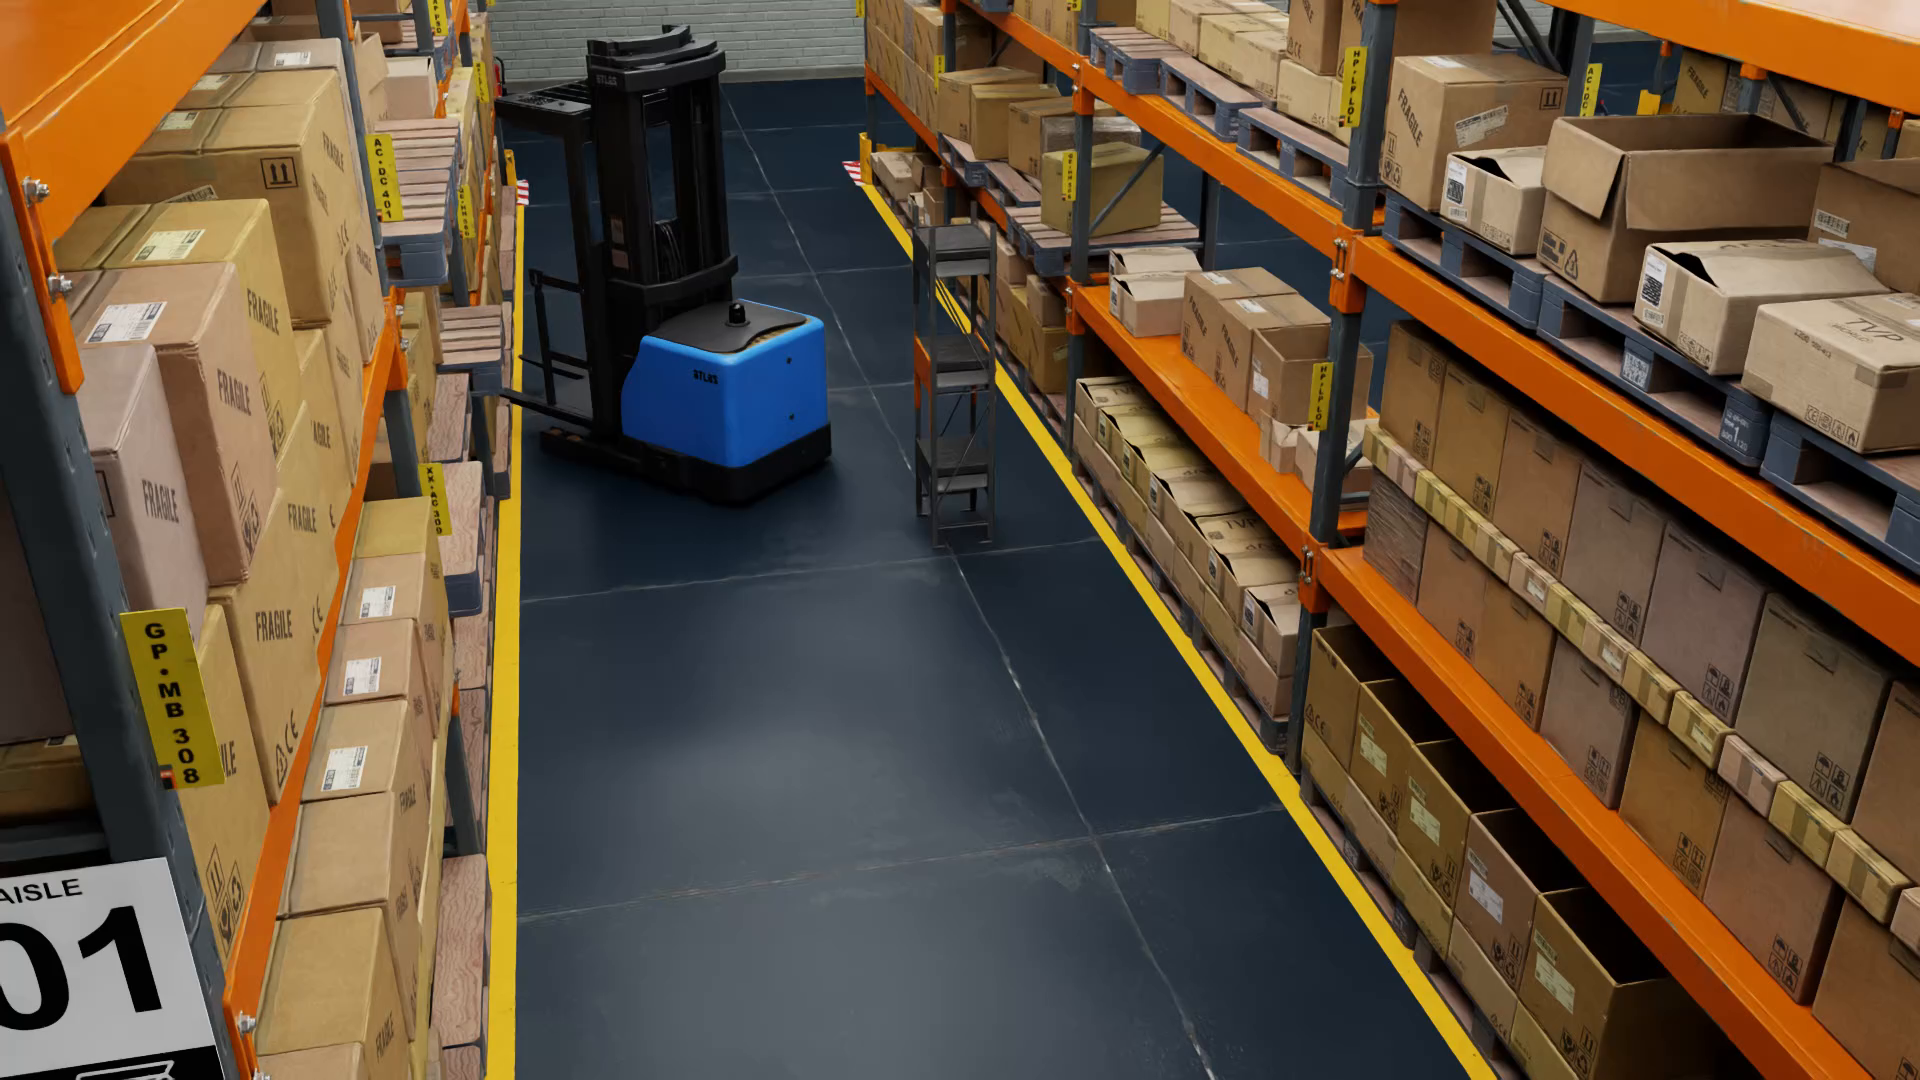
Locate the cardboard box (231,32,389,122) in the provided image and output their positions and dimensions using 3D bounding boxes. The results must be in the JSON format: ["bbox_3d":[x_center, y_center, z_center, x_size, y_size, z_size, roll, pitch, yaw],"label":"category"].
[{"bbox_3d":[-3.371,-2.289,8.491,0.797,0.503,0.637,-2,27,-4],"label":"cardboard box"}]

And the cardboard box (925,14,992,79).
[{"bbox_3d":[-0.015,-4.421,14.959,0.500,0.500,0.500,-6,27,-11],"label":"cardboard box"}]

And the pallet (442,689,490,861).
[{"bbox_3d":[-2.848,1.186,8.167,1.003,0.211,1.213,-6,27,-12],"label":"pallet"}]

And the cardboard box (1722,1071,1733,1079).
[{"bbox_3d":[3.036,2.097,5.853,0.500,0.250,0.500,-6,27,-12],"label":"cardboard box"}]

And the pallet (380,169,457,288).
[{"bbox_3d":[-2.706,-1.255,6.786,1.213,0.211,1.003,-6,27,-12],"label":"pallet"}]

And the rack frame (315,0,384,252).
[{"bbox_3d":[-2.671,-2.396,5.510,1.000,3.000,0.127,-6,27,-12],"label":"rack frame"}]

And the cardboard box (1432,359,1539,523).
[{"bbox_3d":[2.376,-0.430,6.723,0.700,0.500,0.500,-6,27,-12],"label":"cardboard box"}]

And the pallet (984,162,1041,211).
[{"bbox_3d":[0.810,-2.746,13.074,1.003,0.211,1.213,-6,27,-12],"label":"pallet"}]

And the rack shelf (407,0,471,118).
[{"bbox_3d":[-4.023,-3.370,11.566,1.077,0.370,4.000,-6,27,-12],"label":"rack shelf"}]

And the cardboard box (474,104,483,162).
[{"bbox_3d":[-4.124,-3.239,13.375,0.500,0.500,0.500,-6,27,-12],"label":"cardboard box"}]

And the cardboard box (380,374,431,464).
[{"bbox_3d":[-2.871,-0.432,7.677,0.700,0.500,0.500,-3,27,-6],"label":"cardboard box"}]

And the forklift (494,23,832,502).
[{"bbox_3d":[-2.411,-2.069,11.596,3.031,2.935,1.130,18,32,31],"label":"forklift"}]

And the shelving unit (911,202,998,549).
[{"bbox_3d":[-0.037,-1.010,10.421,0.431,2.100,0.503,-6,27,-12],"label":"shelving unit"}]

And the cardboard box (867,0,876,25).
[{"bbox_3d":[-0.707,-5.760,17.612,0.500,0.500,0.500,-5,27,-10],"label":"cardboard box"}]

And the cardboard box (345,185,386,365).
[{"bbox_3d":[-2.316,-0.913,5.767,0.500,0.500,0.500,-5,27,-10],"label":"cardboard box"}]

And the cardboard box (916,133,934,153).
[{"bbox_3d":[-0.187,-4.357,18.339,0.500,0.500,0.500,-6,27,-12],"label":"cardboard box"}]

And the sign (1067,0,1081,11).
[{"bbox_3d":[0.724,-3.494,10.441,0.100,0.325,0.005,-6,27,-12],"label":"sign"}]

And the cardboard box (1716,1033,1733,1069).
[{"bbox_3d":[2.912,1.544,6.116,0.500,0.500,0.500,-6,27,-12],"label":"cardboard box"}]

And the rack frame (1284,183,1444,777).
[{"bbox_3d":[2.154,-0.222,7.861,1.000,3.000,0.127,-6,27,-12],"label":"rack frame"}]

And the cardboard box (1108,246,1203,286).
[{"bbox_3d":[1.292,-1.774,11.035,0.500,0.311,0.500,-4,27,-8],"label":"cardboard box"}]

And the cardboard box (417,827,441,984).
[{"bbox_3d":[-1.922,1.177,5.233,0.500,0.250,0.500,-6,27,-11],"label":"cardboard box"}]

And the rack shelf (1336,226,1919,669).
[{"bbox_3d":[2.605,-0.362,5.608,1.077,0.370,4.000,-6,27,-12],"label":"rack shelf"}]

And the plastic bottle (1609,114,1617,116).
[{"bbox_3d":[5.778,-3.658,14.807,0.152,0.276,0.135,-6,27,-12],"label":"plastic bottle"}]

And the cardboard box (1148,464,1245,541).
[{"bbox_3d":[1.441,-0.249,9.878,0.500,0.311,0.500,-6,27,-12],"label":"cardboard box"}]

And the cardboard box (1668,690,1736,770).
[{"bbox_3d":[2.552,0.598,5.405,0.380,0.149,0.250,-5,27,-10],"label":"cardboard box"}]

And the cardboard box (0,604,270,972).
[{"bbox_3d":[-1.601,0.474,3.021,0.500,0.500,0.500,-5,27,-10],"label":"cardboard box"}]

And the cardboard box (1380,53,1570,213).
[{"bbox_3d":[2.011,-1.608,6.546,0.500,0.500,0.500,-4,27,-7],"label":"cardboard box"}]

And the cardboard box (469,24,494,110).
[{"bbox_3d":[-5.076,-4.578,16.159,0.980,0.700,0.700,-6,27,-12],"label":"cardboard box"}]

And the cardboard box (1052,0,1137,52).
[{"bbox_3d":[1.122,-3.550,11.015,0.910,0.500,0.500,-6,27,-12],"label":"cardboard box"}]

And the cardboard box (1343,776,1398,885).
[{"bbox_3d":[2.071,1.272,7.486,0.500,0.250,0.500,-6,27,-12],"label":"cardboard box"}]

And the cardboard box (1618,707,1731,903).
[{"bbox_3d":[2.734,0.834,5.657,0.700,0.500,0.500,-6,27,-11],"label":"cardboard box"}]

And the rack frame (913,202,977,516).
[{"bbox_3d":[-0.092,-1.117,10.633,0.400,2.100,0.015,-6,27,-12],"label":"rack frame"}]

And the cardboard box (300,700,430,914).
[{"bbox_3d":[-1.924,0.851,5.048,0.500,0.500,0.500,-5,27,-10],"label":"cardboard box"}]

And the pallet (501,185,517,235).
[{"bbox_3d":[-5.119,-3.398,17.247,1.003,0.211,1.213,-6,27,-12],"label":"pallet"}]

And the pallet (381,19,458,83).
[{"bbox_3d":[-3.769,-3.006,10.257,1.213,0.211,1.003,-5,27,-9],"label":"pallet"}]

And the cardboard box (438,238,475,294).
[{"bbox_3d":[-3.433,-1.899,10.720,0.500,0.500,0.500,-5,27,-10],"label":"cardboard box"}]

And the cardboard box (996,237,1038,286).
[{"bbox_3d":[0.562,-2.253,13.339,0.500,0.250,0.500,-6,27,-13],"label":"cardboard box"}]

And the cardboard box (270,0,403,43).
[{"bbox_3d":[-3.736,-3.257,9.945,0.700,0.500,0.500,-8,28,-16],"label":"cardboard box"}]

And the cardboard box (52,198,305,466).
[{"bbox_3d":[-1.810,-0.444,3.728,0.500,0.500,0.500,-5,27,-10],"label":"cardboard box"}]

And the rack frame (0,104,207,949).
[{"bbox_3d":[-1.770,-0.640,2.031,1.000,3.000,0.127,-6,27,-12],"label":"rack frame"}]

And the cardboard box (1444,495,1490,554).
[{"bbox_3d":[2.203,-0.081,6.750,0.380,0.149,0.250,-6,27,-12],"label":"cardboard box"}]

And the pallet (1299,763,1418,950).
[{"bbox_3d":[2.293,1.376,7.790,1.003,0.211,1.213,-6,27,-12],"label":"pallet"}]

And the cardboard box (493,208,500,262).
[{"bbox_3d":[-4.652,-2.861,15.397,0.700,0.500,0.500,-6,27,-12],"label":"cardboard box"}]

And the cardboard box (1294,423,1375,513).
[{"bbox_3d":[2.001,-0.367,8.315,0.500,0.250,0.500,-4,27,-8],"label":"cardboard box"}]

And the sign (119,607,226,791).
[{"bbox_3d":[-1.241,0.254,2.619,0.100,0.325,0.005,-6,27,-12],"label":"sign"}]

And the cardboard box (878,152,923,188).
[{"bbox_3d":[-0.591,-3.972,17.854,0.500,0.250,0.500,-6,27,-12],"label":"cardboard box"}]

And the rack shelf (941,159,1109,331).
[{"bbox_3d":[0.802,-2.535,13.242,1.077,0.370,4.000,-6,27,-12],"label":"rack shelf"}]

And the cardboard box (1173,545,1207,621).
[{"bbox_3d":[1.551,0.218,9.574,0.500,0.250,0.500,-5,27,-10],"label":"cardboard box"}]

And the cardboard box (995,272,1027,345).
[{"bbox_3d":[0.573,-1.902,13.476,0.500,0.500,0.500,-7,28,-14],"label":"cardboard box"}]

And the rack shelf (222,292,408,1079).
[{"bbox_3d":[-2.220,0.142,4.608,1.077,0.370,4.000,-6,27,-12],"label":"rack shelf"}]

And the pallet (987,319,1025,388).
[{"bbox_3d":[0.850,-1.599,13.685,1.003,0.211,1.213,-6,27,-12],"label":"pallet"}]

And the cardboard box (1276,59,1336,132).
[{"bbox_3d":[1.898,-2.194,8.140,0.500,0.250,0.500,-9,28,-17],"label":"cardboard box"}]

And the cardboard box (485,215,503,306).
[{"bbox_3d":[-4.201,-2.185,13.670,0.750,0.750,0.750,-6,27,-11],"label":"cardboard box"}]

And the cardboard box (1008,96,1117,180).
[{"bbox_3d":[0.810,-3.197,13.178,0.700,0.500,0.500,-13,30,-25],"label":"cardboard box"}]

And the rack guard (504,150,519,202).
[{"bbox_3d":[-5.381,-3.880,17.883,1.175,0.500,0.348,-6,27,-12],"label":"rack guard"}]

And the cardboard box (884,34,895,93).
[{"bbox_3d":[-0.475,-4.867,16.952,0.500,0.500,0.500,-6,27,-12],"label":"cardboard box"}]
